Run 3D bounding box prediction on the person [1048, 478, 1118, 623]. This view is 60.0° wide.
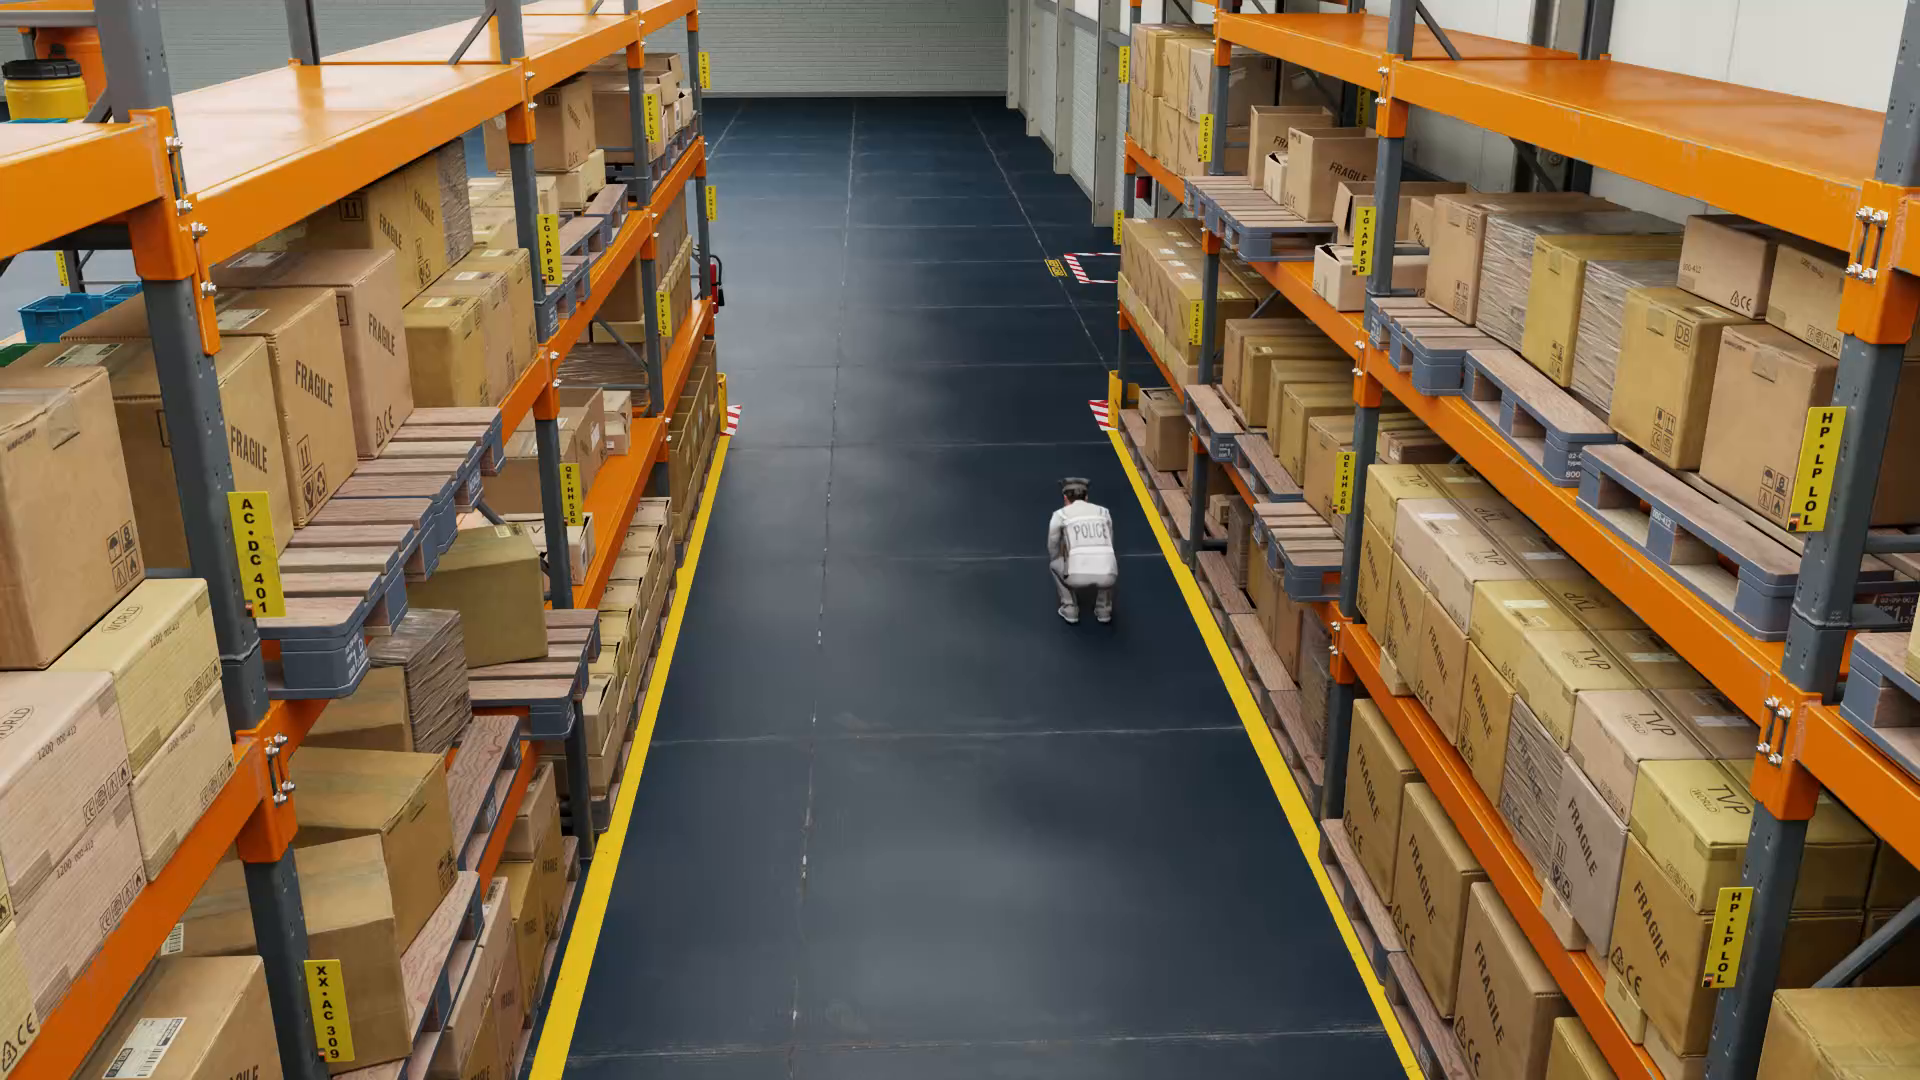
[{"bbox_3d":[0.891,0.062,11.934,0.494,0.961,0.830,-1,21,-3],"label":"person"}]
